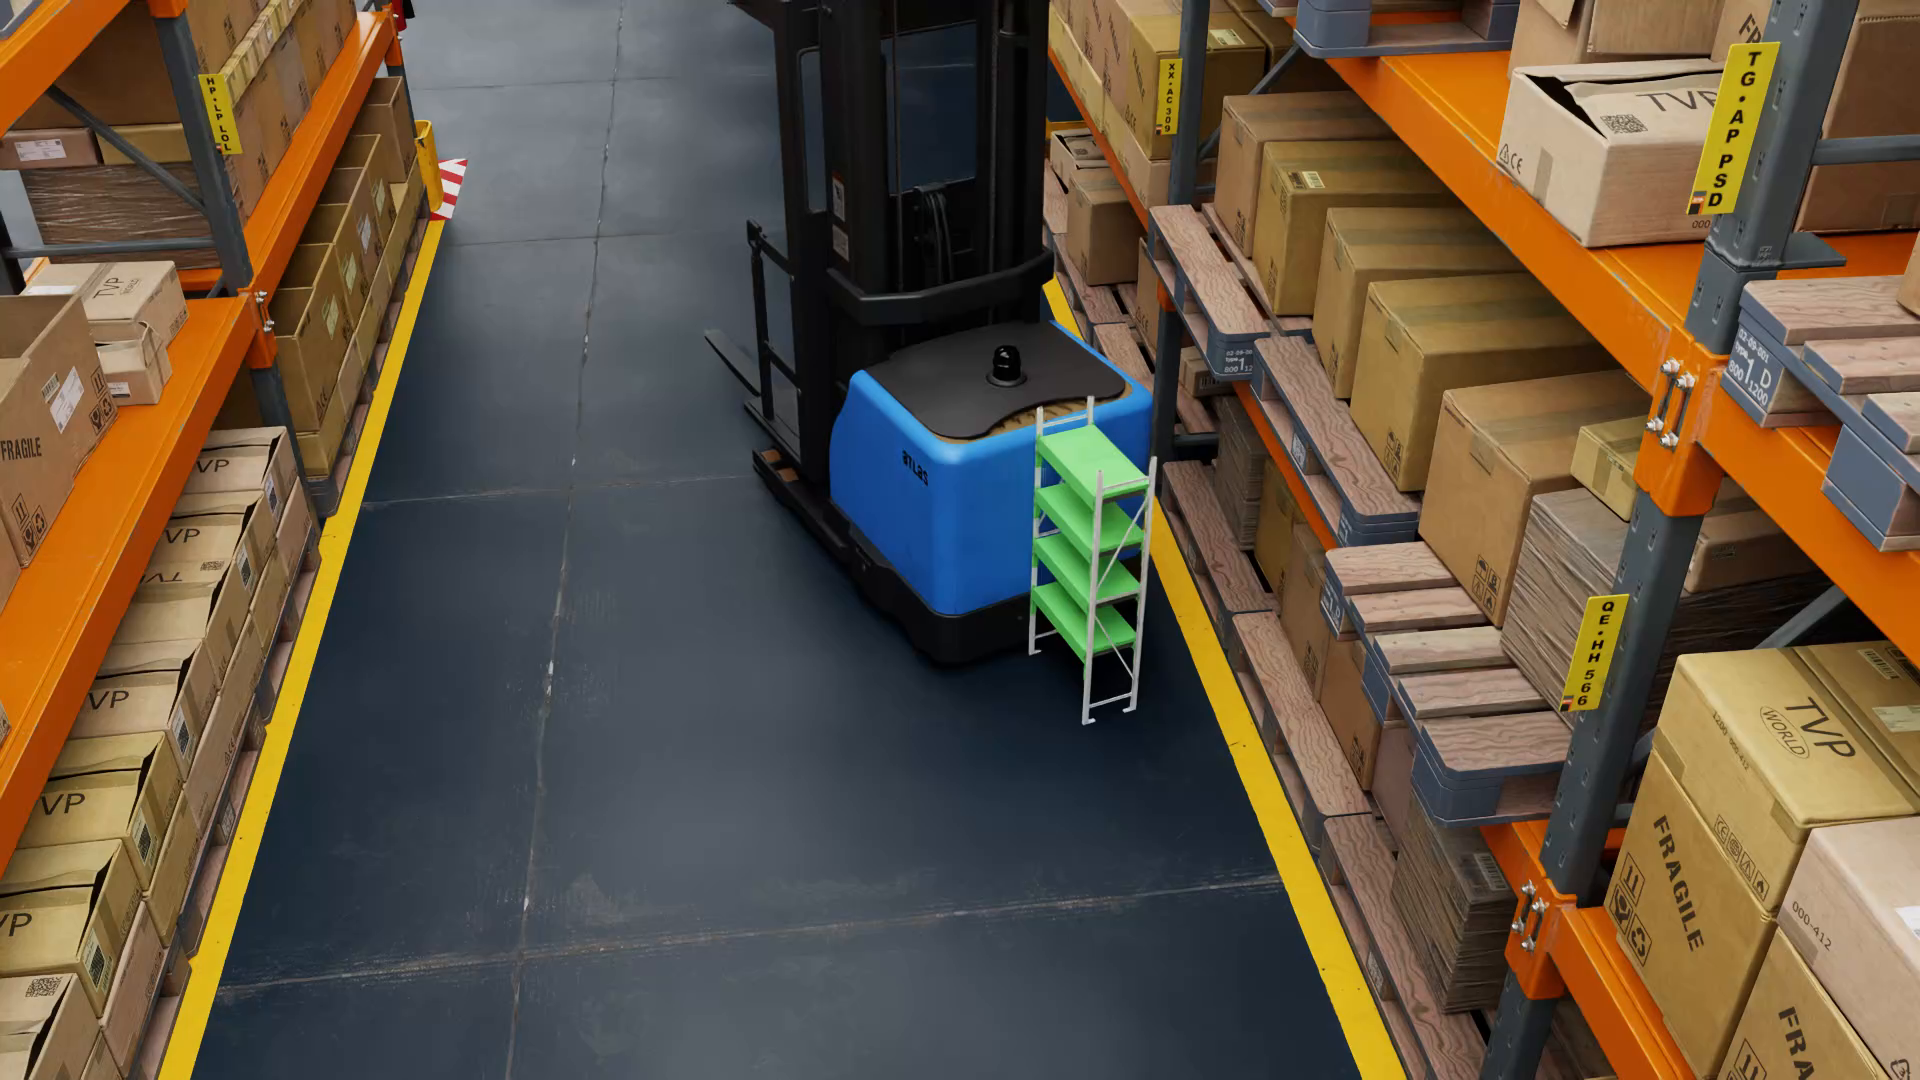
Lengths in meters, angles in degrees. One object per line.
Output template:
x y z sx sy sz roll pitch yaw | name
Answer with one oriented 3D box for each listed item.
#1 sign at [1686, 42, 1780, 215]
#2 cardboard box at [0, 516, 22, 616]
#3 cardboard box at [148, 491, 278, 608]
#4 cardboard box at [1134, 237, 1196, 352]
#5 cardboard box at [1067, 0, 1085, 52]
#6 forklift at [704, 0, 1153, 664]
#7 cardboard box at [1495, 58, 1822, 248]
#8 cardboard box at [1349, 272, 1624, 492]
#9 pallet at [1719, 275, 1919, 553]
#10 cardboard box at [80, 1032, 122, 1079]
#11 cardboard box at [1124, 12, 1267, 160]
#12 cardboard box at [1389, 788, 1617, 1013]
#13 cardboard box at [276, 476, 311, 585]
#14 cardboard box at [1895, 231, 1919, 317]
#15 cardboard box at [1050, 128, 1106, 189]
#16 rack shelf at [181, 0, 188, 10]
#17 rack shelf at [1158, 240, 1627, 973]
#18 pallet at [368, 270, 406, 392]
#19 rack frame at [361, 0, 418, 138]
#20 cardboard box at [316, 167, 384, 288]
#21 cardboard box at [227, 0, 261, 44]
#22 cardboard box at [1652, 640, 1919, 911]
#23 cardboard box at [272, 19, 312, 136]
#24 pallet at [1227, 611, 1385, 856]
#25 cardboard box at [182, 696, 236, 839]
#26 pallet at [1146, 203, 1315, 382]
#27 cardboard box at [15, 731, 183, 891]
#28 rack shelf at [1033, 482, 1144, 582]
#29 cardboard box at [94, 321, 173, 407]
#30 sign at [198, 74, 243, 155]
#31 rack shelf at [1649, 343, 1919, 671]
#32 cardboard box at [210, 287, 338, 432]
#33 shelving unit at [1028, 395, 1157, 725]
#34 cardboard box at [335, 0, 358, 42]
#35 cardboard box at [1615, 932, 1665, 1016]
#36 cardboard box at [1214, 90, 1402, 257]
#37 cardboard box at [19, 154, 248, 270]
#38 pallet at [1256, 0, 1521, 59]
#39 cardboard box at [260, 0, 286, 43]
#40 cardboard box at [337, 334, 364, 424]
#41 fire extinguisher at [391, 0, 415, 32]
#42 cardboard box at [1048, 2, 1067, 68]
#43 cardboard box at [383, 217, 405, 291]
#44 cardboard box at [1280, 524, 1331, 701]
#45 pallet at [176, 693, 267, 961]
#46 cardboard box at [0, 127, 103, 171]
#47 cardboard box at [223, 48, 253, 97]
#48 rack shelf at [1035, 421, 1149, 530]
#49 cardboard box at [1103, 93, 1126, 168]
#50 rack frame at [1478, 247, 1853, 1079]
1.430 -0.756 3.073 0.100 0.325 0.005 -4 35 -6 | sign
-3.182 0.058 4.912 0.500 0.500 0.500 -6 35 -9 | cardboard box
-3.063 0.028 6.617 0.500 0.311 0.500 -3 34 -5 | cardboard box
1.251 -1.300 8.823 0.500 0.500 0.500 -7 35 -10 | cardboard box
0.859 -2.921 8.823 0.500 0.500 0.500 -3 34 -5 | cardboard box
-0.356 -1.507 7.358 1.130 2.935 3.031 -18 38 -24 | forklift
1.604 -0.935 3.856 0.500 0.311 0.500 -4 35 -6 | cardboard box
1.705 -0.521 5.371 0.700 0.500 0.500 -4 35 -6 | cardboard box
2.107 -0.149 2.809 1.213 0.211 1.003 -3 34 -4 | pallet
-2.720 1.683 4.686 0.500 0.250 0.500 -4 35 -7 | cardboard box
1.060 -2.071 7.575 0.500 0.500 0.500 -4 35 -6 | cardboard box
1.819 1.111 5.286 0.700 0.500 0.500 -4 34 -6 | cardboard box
-3.135 -0.025 7.192 0.500 0.250 0.500 -5 35 -7 | cardboard box
2.089 -0.544 2.742 0.700 0.500 0.500 -7 35 -10 | cardboard box
0.896 -2.485 10.729 0.500 0.311 0.500 -8 35 -12 | cardboard box
-3.747 -3.256 7.839 1.077 0.370 4.000 -4 35 -6 | rack shelf
1.699 -0.162 5.962 1.077 0.370 4.000 -4 35 -6 | rack shelf
-3.711 -1.175 9.286 1.003 0.211 1.213 -4 35 -6 | pallet
-4.016 -3.430 10.119 1.000 3.000 0.127 -4 35 -6 | rack frame
-3.434 -1.664 8.931 0.500 0.500 0.500 -4 35 -6 | cardboard box
-3.680 -2.584 7.637 0.700 0.500 0.500 -4 35 -6 | cardboard box
1.777 0.464 3.369 0.500 0.250 0.500 -4 34 -5 | cardboard box
-3.755 -2.346 8.440 0.700 0.500 0.500 -3 34 -5 | cardboard box
1.704 0.694 6.544 1.003 0.211 1.213 -4 35 -6 | pallet
-2.933 0.826 5.942 0.500 0.250 0.500 -4 34 -5 | cardboard box
1.389 -1.058 6.809 1.003 0.211 1.213 -4 35 -6 | pallet
-2.865 0.874 5.375 0.500 0.311 0.500 -5 35 -8 | cardboard box
0.505 -0.054 6.446 0.258 0.148 0.480 -14 37 -20 | rack shelf
-3.178 -0.665 6.182 0.396 0.266 0.258 -5 35 -8 | cardboard box
-2.942 -1.690 6.608 0.100 0.325 0.005 -4 35 -6 | sign
2.237 0.831 1.842 1.077 0.370 4.000 -4 35 -6 | rack shelf
-3.230 -0.827 7.703 0.500 0.500 0.500 -4 35 -6 | cardboard box
0.504 0.091 6.547 0.258 1.200 0.503 -14 37 -20 | shelving unit
-3.966 -3.210 9.707 0.700 0.500 0.500 -4 35 -6 | cardboard box
1.783 0.954 3.892 0.380 0.149 0.250 -5 35 -7 | cardboard box
1.465 -1.511 6.825 0.700 0.500 0.500 -4 35 -6 | cardboard box
-3.544 -1.486 7.178 0.700 0.500 0.500 -5 35 -8 | cardboard box
1.550 -1.806 5.239 1.213 0.211 1.003 -4 35 -6 | pallet
-3.534 -2.536 8.142 0.380 0.149 0.250 -5 35 -7 | cardboard box
-3.302 -0.796 8.323 0.500 0.250 0.500 -4 35 -6 | cardboard box
-3.572 -3.499 10.289 0.296 0.674 0.183 -4 35 -6 | fire extinguisher
0.790 -2.884 9.433 0.500 0.250 0.500 -5 35 -7 | cardboard box
-3.503 -1.633 9.552 0.500 0.250 0.500 -4 35 -6 | cardboard box
1.693 0.258 6.537 0.700 0.500 0.500 -4 34 -6 | cardboard box
-3.173 1.045 6.029 1.003 0.211 1.213 -4 35 -6 | pallet
-3.727 -1.642 6.832 0.380 0.149 0.250 -4 35 -6 | cardboard box
-3.429 -2.102 7.506 0.380 0.149 0.250 -5 35 -7 | cardboard box
0.506 -0.251 6.309 0.258 0.148 0.480 -14 37 -20 | rack shelf
1.007 -2.041 8.197 0.500 0.250 0.500 -4 35 -6 | cardboard box
1.968 0.657 4.122 1.000 3.000 0.127 -4 35 -6 | rack frame
